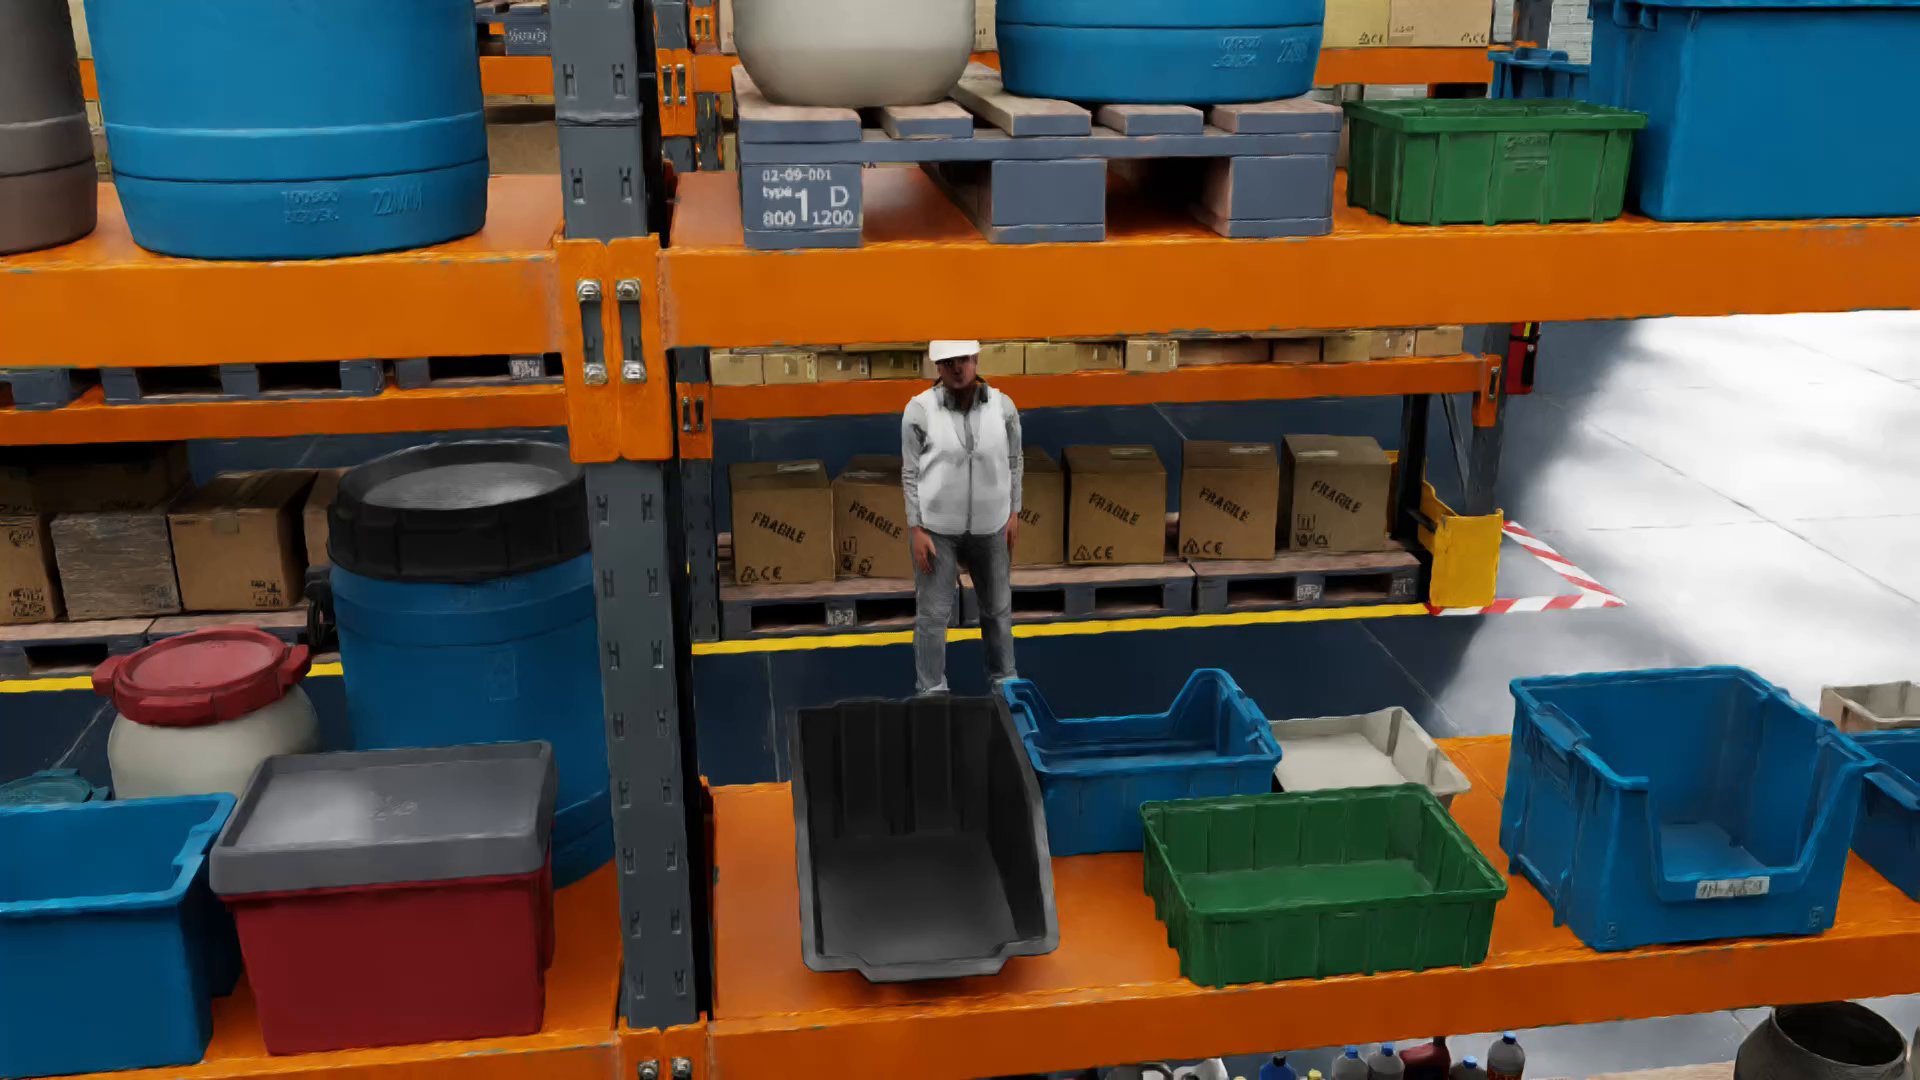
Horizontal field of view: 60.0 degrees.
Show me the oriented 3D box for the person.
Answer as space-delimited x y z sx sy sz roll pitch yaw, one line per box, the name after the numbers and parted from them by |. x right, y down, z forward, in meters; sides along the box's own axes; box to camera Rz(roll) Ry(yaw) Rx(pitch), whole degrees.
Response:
0.023 -0.072 7.194 0.548 1.773 0.396 -5 20 -14 | person
